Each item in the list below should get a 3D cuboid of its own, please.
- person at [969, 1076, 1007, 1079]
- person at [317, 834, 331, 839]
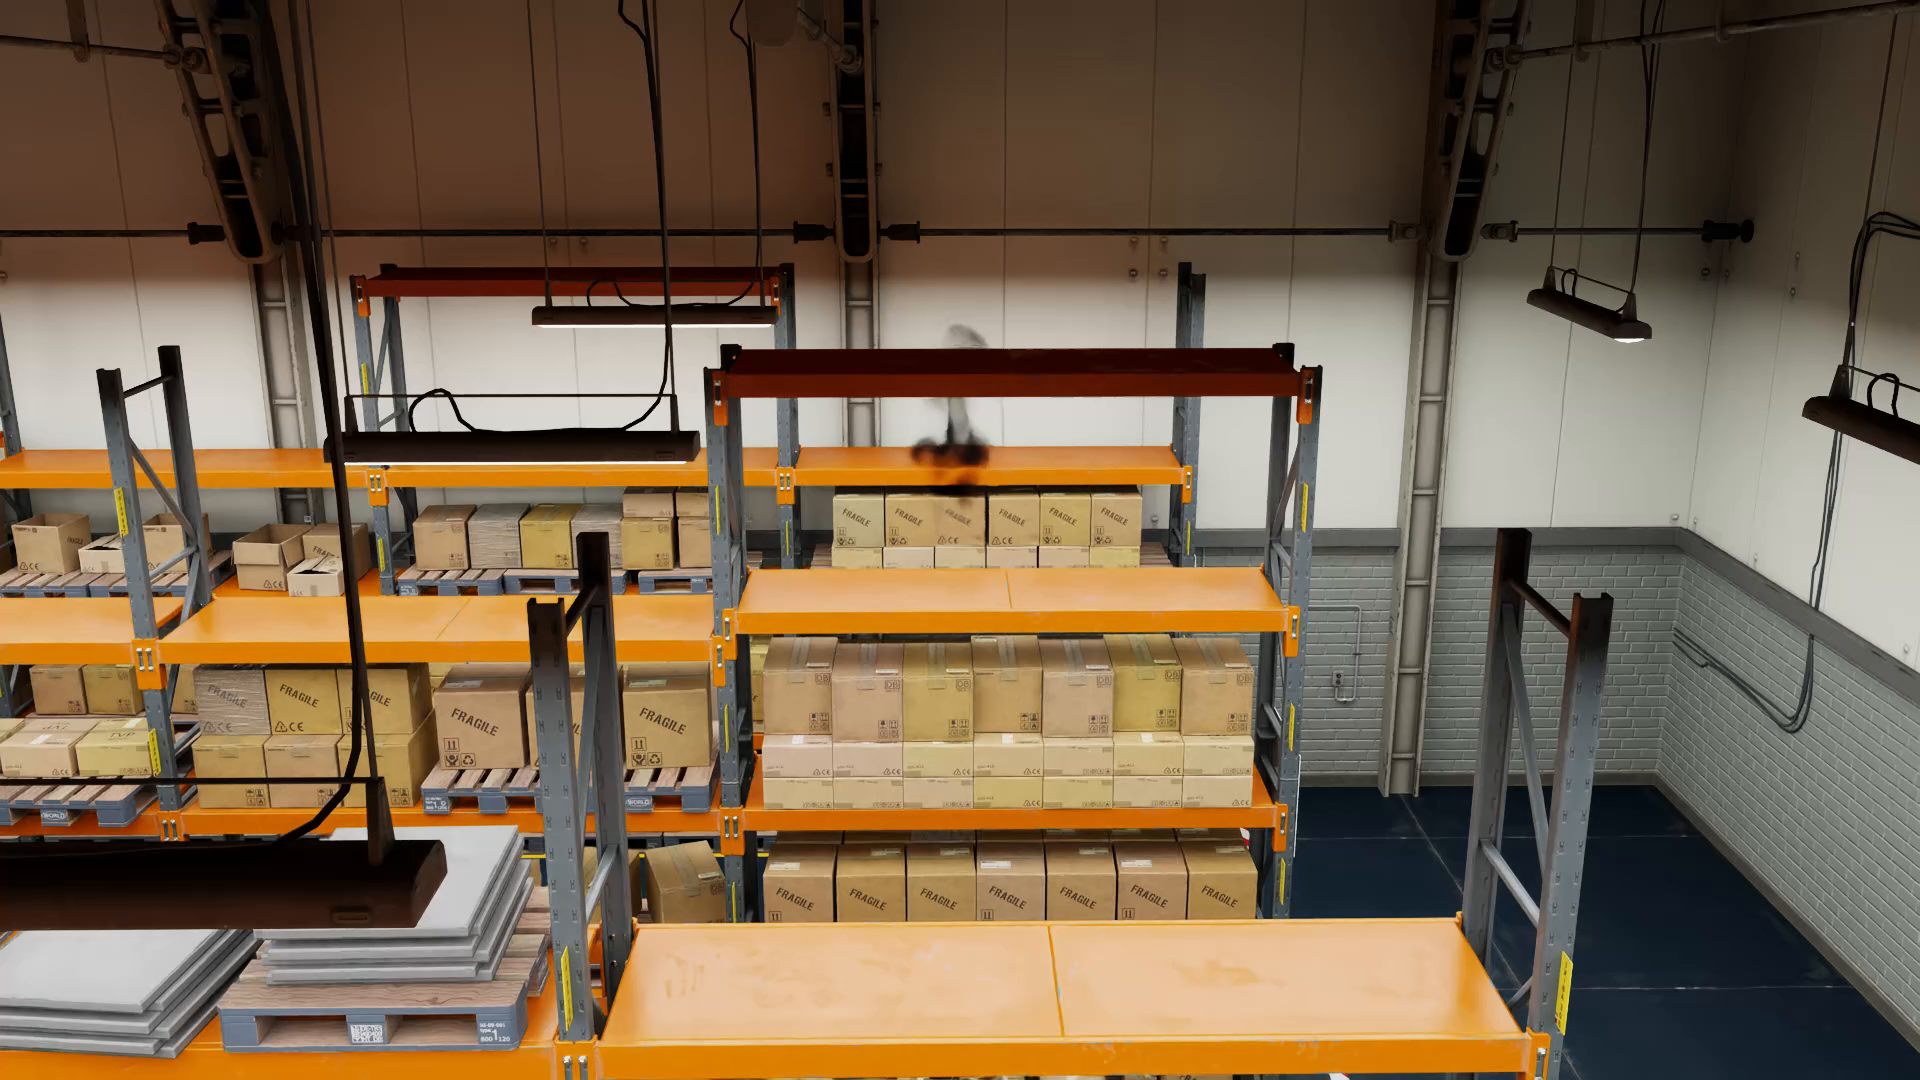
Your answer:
[{"bbox_3d":[0.214,4.116,11.199,0.974,1.768,0.658,-4,17,-13],"label":"person"},{"bbox_3d":[-5.385,3.195,14.491,0.635,1.758,0.651,1,16,5],"label":"person"}]
